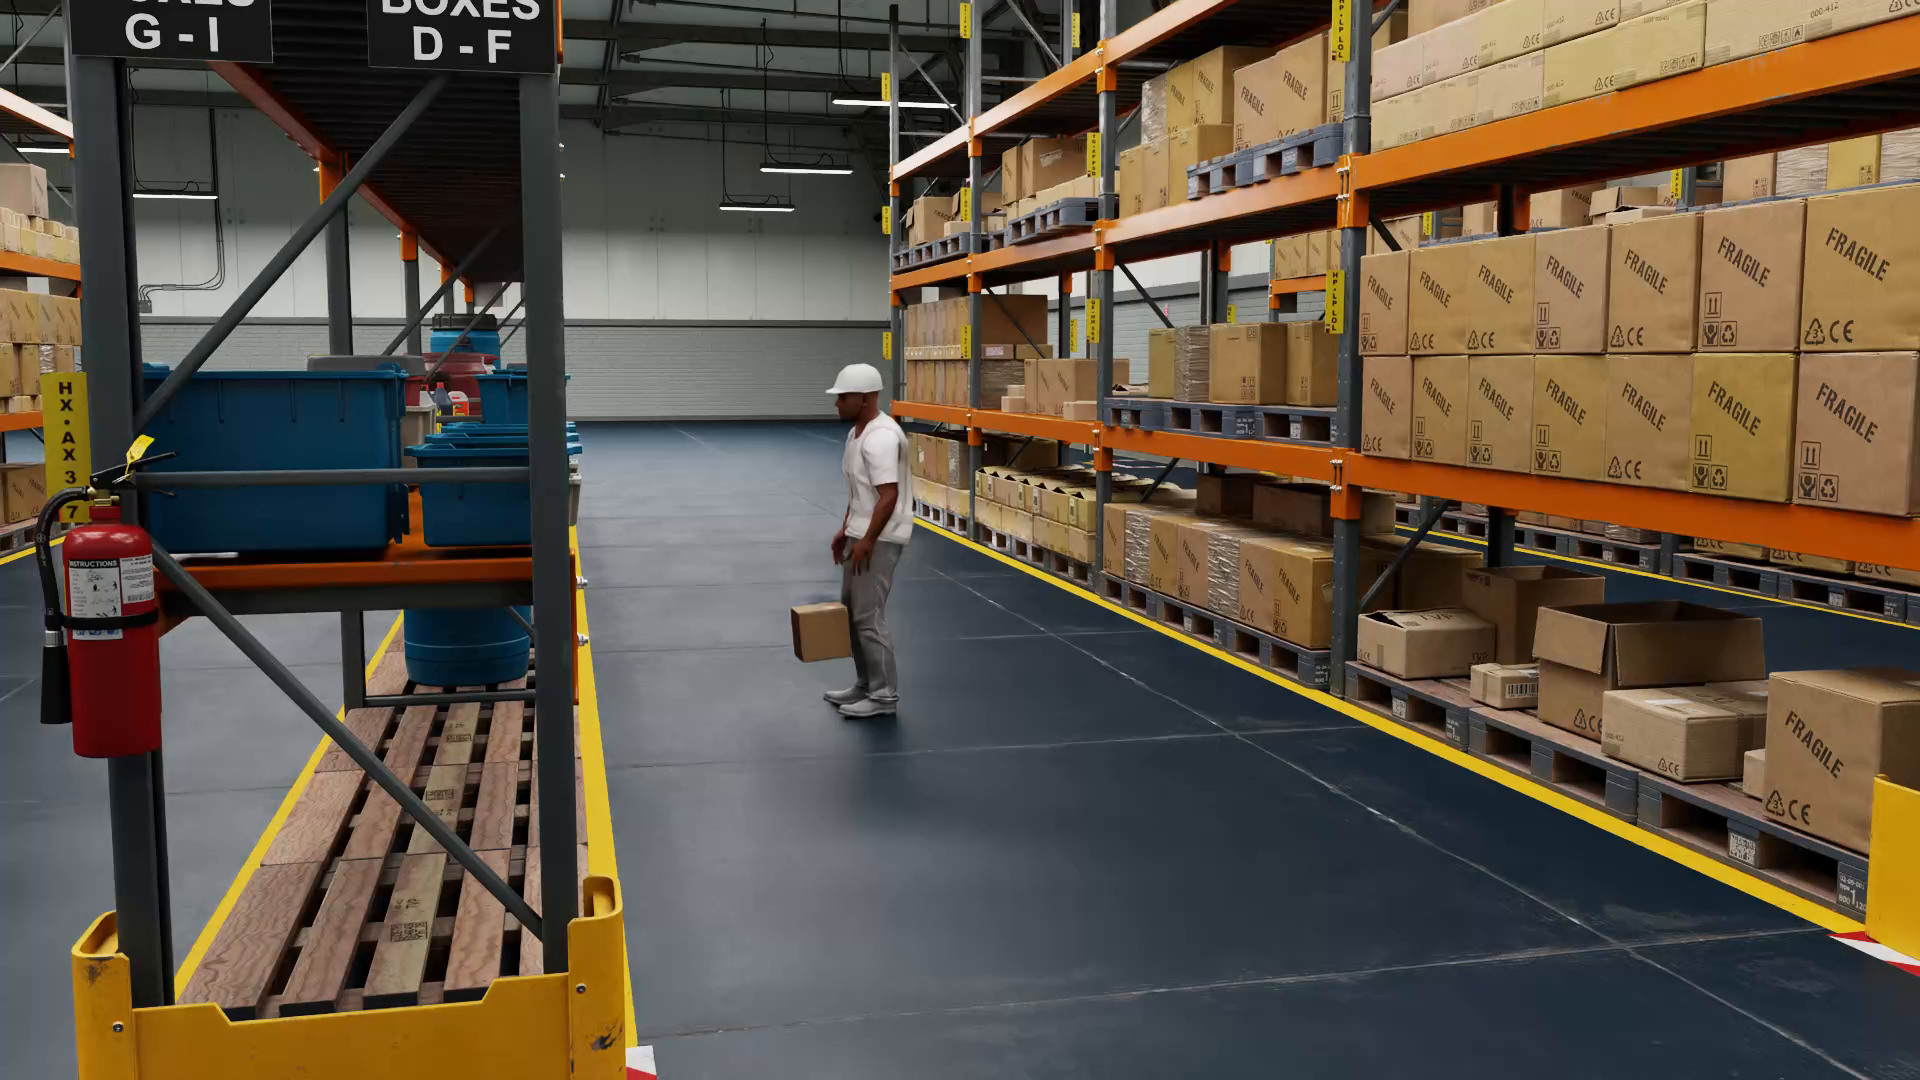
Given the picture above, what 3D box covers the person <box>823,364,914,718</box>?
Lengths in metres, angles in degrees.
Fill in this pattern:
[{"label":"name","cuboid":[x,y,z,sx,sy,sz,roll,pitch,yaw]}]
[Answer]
[{"label":"person","cuboid":[-0.461,-0.004,8.394,0.435,1.764,0.594,-2,6,-15]}]
